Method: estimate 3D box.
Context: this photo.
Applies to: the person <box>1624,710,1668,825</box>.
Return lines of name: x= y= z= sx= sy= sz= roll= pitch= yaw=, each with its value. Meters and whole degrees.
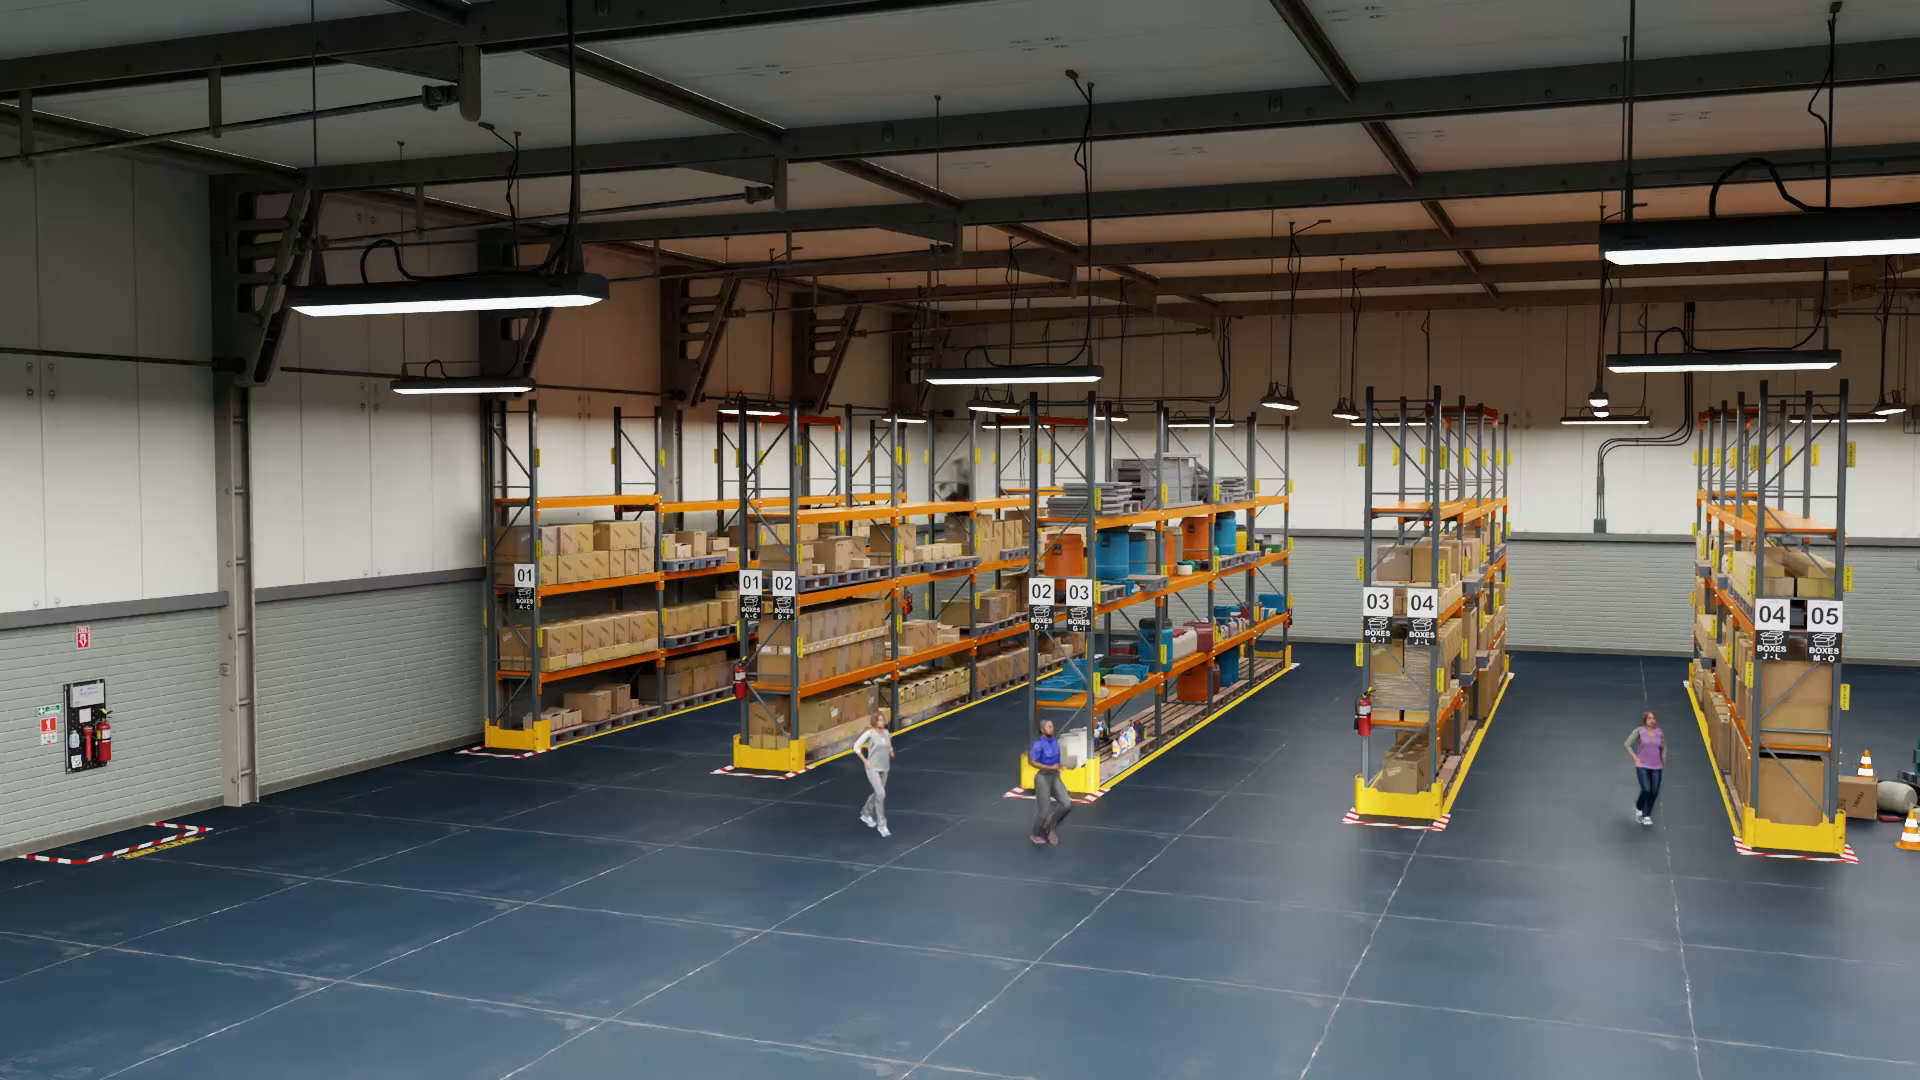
person: x=9.340 y=3.098 z=22.530 sx=0.527 sy=1.560 sz=0.551 roll=0 pitch=3 yaw=3

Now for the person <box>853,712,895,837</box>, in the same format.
person: x=-1.118 y=3.116 z=22.211 sx=0.529 sy=1.625 sz=0.668 roll=-3 pitch=4 yaw=-45

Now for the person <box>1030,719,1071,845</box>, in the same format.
person: x=1.145 y=3.122 z=21.391 sx=0.610 sy=1.648 sz=0.637 roll=3 pitch=4 yaw=44
